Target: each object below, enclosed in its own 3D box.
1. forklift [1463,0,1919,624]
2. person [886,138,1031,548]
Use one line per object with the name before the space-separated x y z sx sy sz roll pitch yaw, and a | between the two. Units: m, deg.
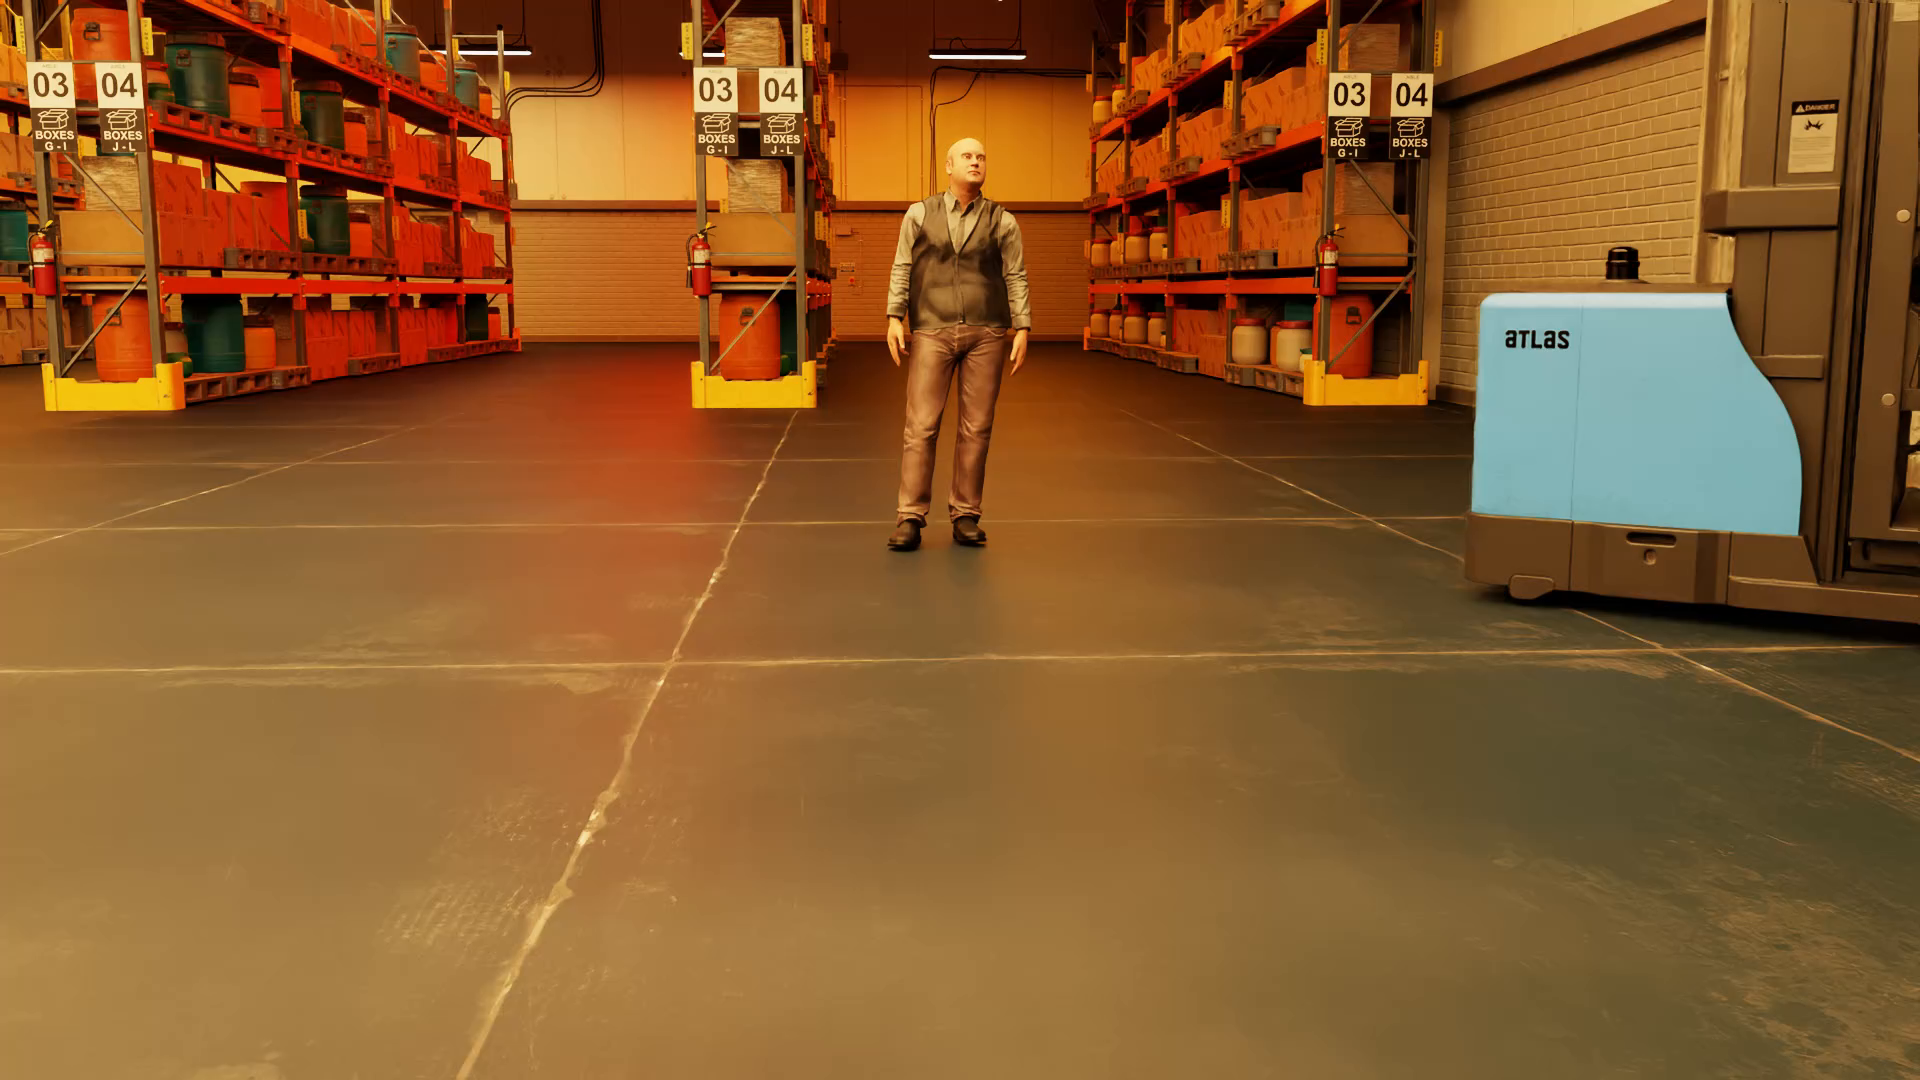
forklift | 3.310 -1.183 5.297 3.031 2.935 1.130 5 10 31
person | -0.005 -0.850 7.121 0.632 1.720 0.568 -1 8 -4
